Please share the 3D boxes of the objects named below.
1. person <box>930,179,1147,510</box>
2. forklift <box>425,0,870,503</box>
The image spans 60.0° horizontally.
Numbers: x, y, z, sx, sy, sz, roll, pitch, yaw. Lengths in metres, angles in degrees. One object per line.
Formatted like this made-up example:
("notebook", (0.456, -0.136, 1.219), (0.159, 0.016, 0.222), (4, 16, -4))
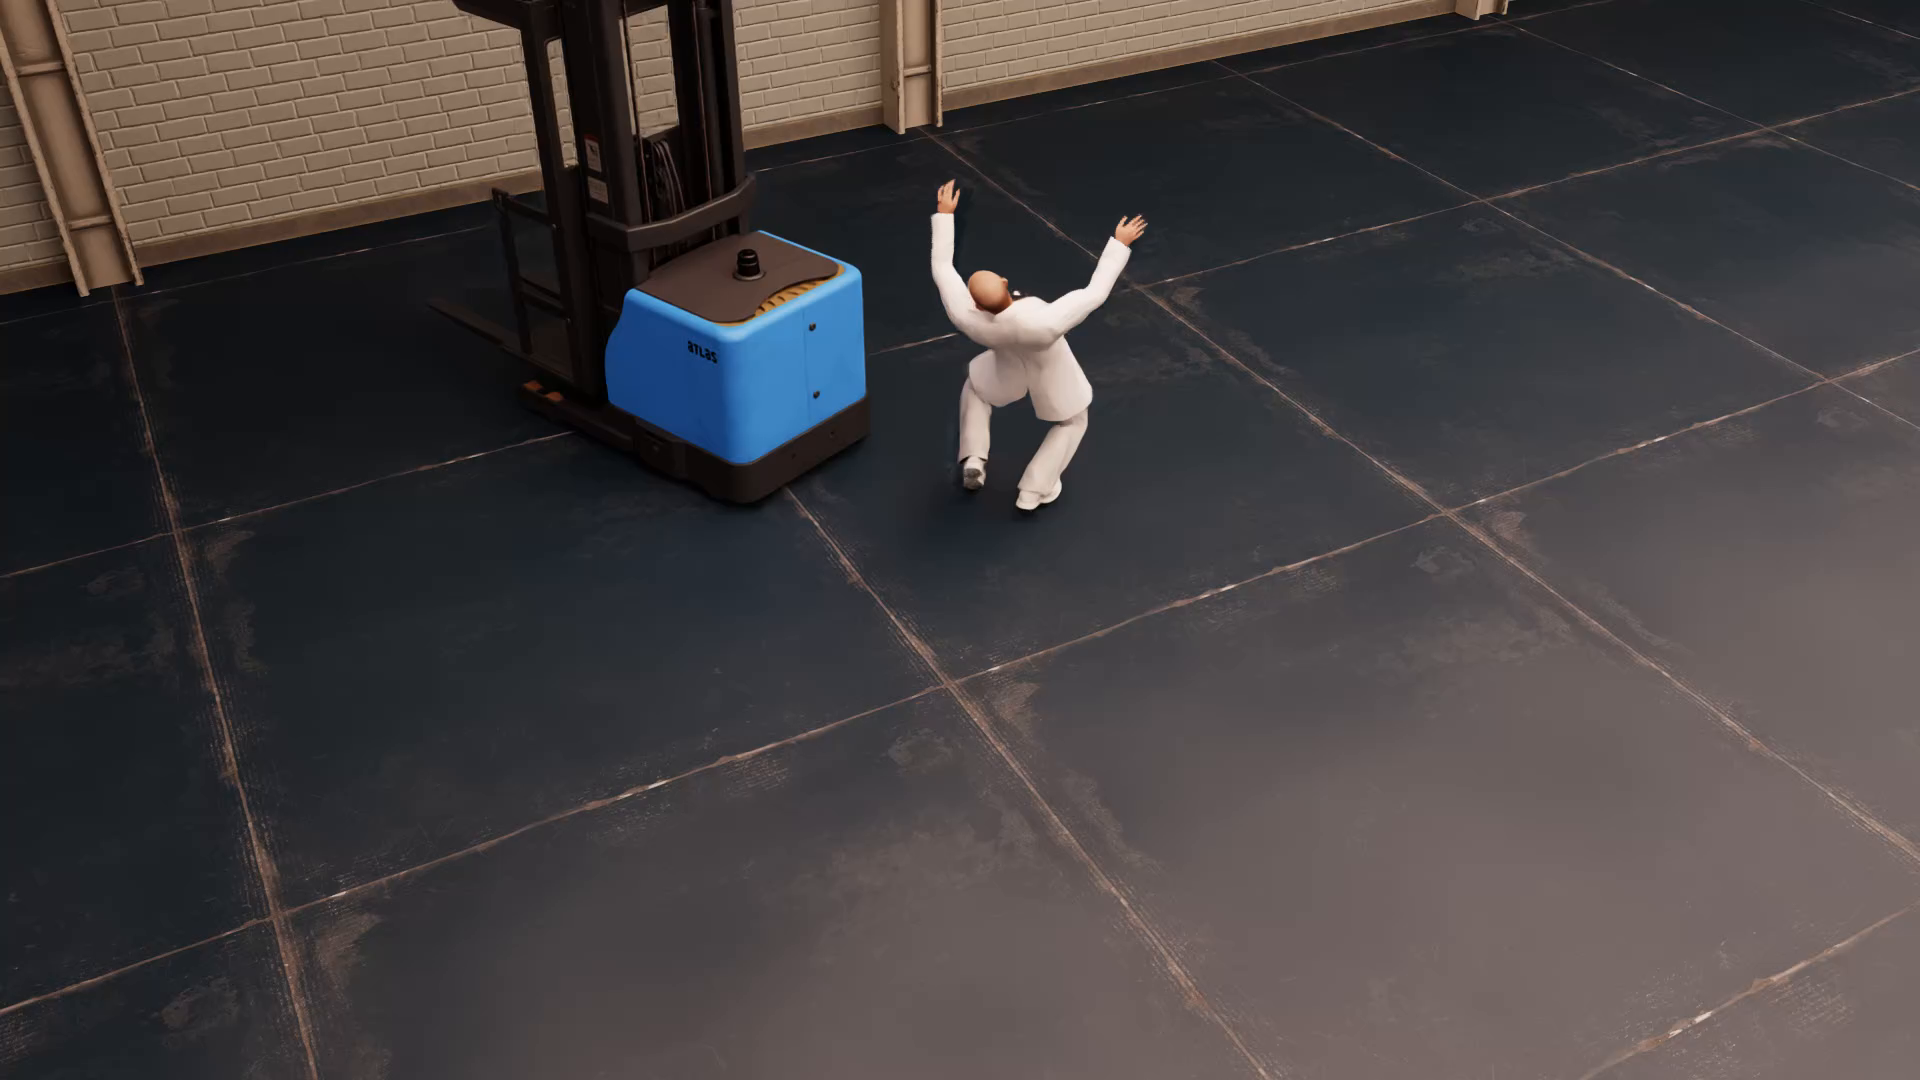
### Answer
("person", (0.337, -0.914, 8.492), (1.049, 1.714, 0.748), (10, 36, 14))
("forklift", (-1.965, -2.098, 9.091), (3.031, 2.935, 1.130), (26, 43, 31))
